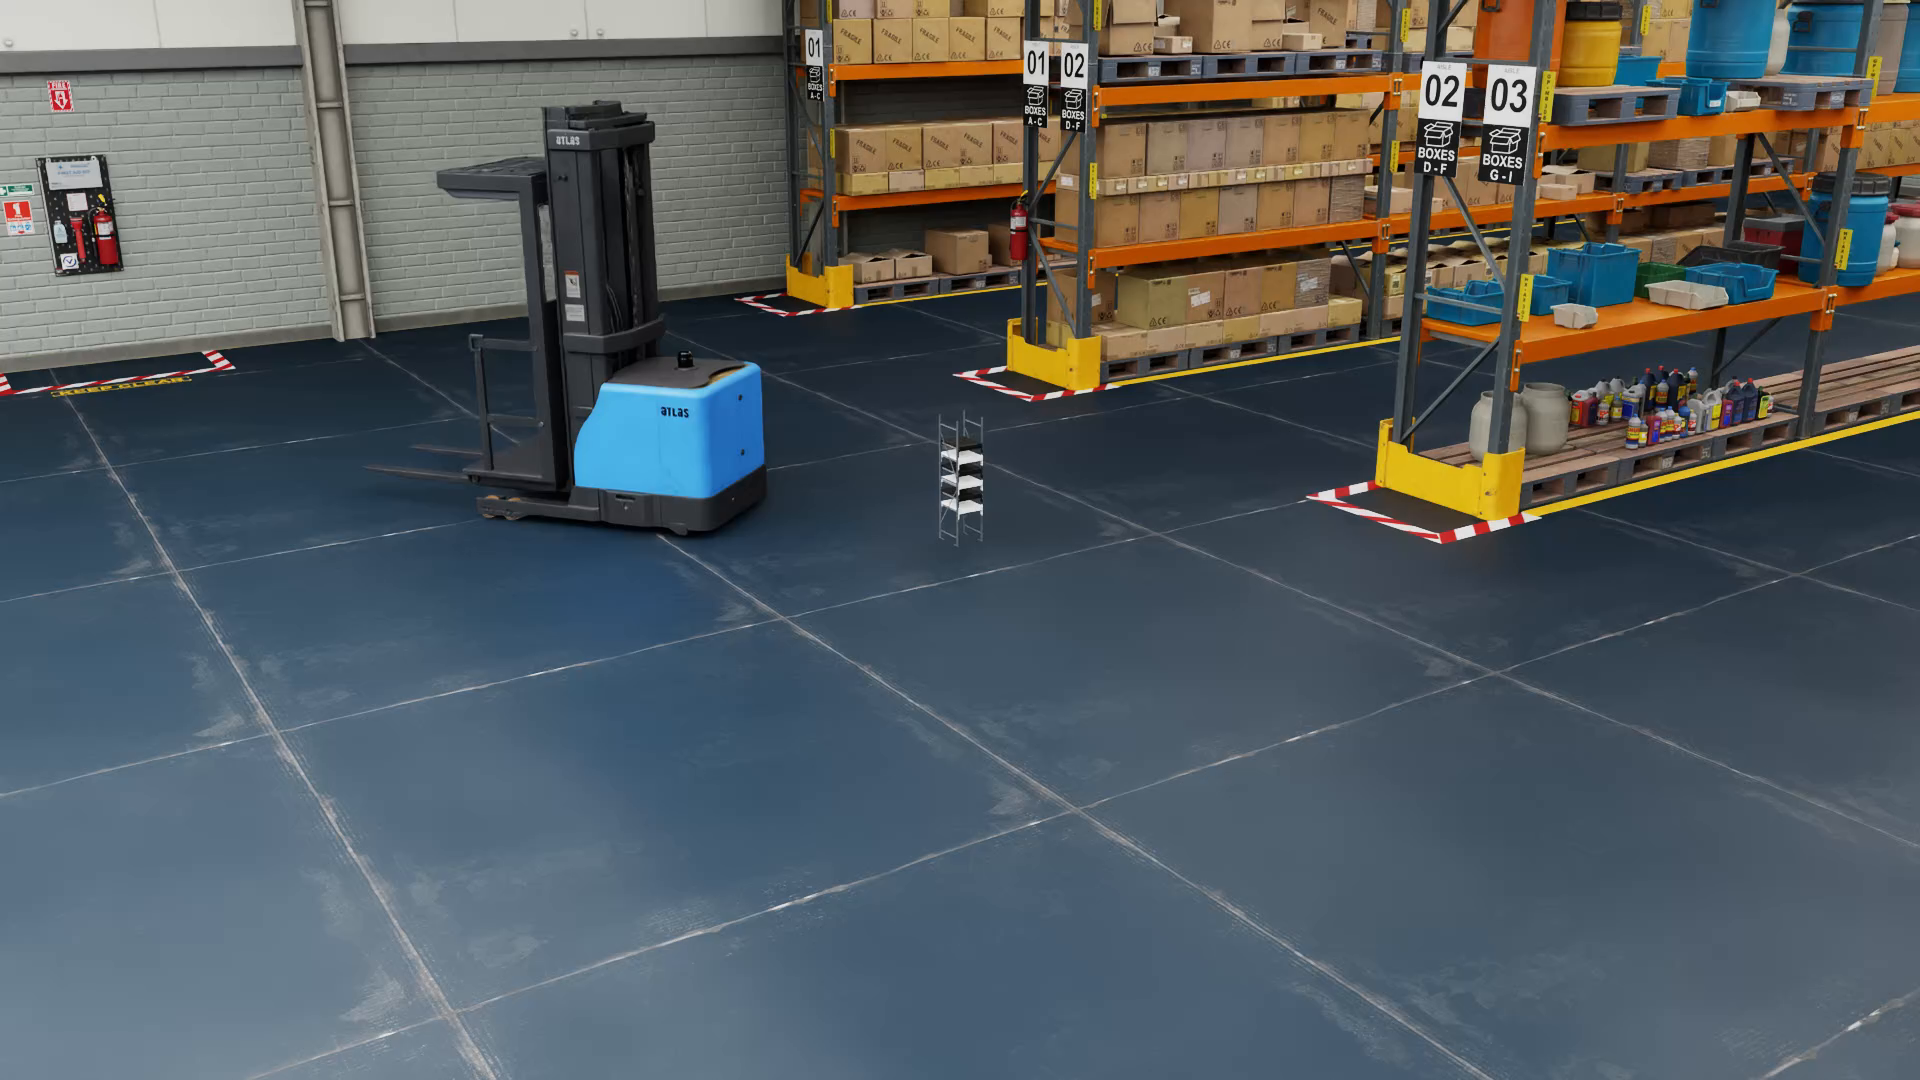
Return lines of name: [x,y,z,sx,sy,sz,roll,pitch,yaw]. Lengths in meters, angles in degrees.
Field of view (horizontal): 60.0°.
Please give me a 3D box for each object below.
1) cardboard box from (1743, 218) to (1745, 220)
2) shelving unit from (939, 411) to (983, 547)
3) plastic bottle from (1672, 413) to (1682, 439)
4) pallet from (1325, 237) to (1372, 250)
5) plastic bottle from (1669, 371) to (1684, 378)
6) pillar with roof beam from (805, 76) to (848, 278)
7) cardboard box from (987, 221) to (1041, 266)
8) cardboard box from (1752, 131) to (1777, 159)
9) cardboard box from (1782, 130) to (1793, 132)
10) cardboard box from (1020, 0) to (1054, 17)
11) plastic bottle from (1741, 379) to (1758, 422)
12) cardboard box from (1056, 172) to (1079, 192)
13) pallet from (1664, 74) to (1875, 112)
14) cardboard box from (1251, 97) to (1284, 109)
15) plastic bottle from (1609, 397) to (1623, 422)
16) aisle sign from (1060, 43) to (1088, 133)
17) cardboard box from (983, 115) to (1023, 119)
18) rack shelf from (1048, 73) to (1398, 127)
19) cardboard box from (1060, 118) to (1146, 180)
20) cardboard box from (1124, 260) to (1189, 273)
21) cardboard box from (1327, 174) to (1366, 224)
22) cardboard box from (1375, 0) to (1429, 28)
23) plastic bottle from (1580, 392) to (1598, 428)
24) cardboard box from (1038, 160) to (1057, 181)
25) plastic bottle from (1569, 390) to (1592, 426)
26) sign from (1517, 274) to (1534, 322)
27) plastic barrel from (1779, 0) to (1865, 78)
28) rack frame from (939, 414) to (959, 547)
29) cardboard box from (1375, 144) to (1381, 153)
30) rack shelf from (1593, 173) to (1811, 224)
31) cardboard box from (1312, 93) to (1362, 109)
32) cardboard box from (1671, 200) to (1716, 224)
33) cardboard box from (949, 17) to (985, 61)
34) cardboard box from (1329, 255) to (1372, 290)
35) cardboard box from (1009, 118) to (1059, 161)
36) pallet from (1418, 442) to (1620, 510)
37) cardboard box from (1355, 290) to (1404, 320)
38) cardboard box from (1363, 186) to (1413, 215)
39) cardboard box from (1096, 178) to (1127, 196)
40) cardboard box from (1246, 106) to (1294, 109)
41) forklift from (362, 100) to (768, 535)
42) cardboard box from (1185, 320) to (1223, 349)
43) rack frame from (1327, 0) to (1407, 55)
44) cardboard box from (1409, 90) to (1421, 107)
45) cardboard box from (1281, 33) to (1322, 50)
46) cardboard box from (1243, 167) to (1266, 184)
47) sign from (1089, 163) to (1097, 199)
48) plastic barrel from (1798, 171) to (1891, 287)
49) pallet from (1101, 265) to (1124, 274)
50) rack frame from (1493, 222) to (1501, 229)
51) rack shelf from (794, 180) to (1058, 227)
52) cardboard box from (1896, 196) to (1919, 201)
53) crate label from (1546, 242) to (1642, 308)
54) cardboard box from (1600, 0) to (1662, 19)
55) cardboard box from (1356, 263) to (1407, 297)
cardboard box: [10.705,-4.014,22.149,0.500,0.500,0.500,-12,22,-32]
shelving unit: [0.007,-0.428,11.605,0.210,0.900,0.258,-12,22,-31]
plastic bottle: [5.797,-0.928,13.488,0.097,0.201,0.097,0,19,0]
pallet: [5.592,-4.570,24.934,1.213,0.211,1.003,-12,22,-31]
plastic bottle: [6.237,-1.333,14.571,0.135,0.276,0.152,-11,22,-29]
pillar with roof beam: [0.687,-6.409,16.651,0.400,9.000,9.100,-12,22,-31]
cardboard box: [0.706,-3.899,21.810,0.500,0.500,0.500,-14,23,-35]
cardboard box: [10.441,-5.376,22.150,0.700,0.500,0.500,14,23,35]
cardboard box: [11.240,-5.832,22.595,0.500,0.500,0.500,-12,22,-31]
cardboard box: [0.827,-6.759,20.622,0.500,0.500,0.500,-11,21,-28]
plastic bottle: [6.620,-1.181,14.004,0.185,0.351,0.144,-13,22,-33]
cardboard box: [1.152,-3.512,16.281,0.250,0.149,0.380,-12,22,-32]
pallet: [6.451,-3.597,13.311,1.003,0.211,1.213,-12,22,-31]
cardboard box: [4.359,-6.206,23.563,0.250,0.149,0.380,-17,25,-40]
plastic bottle: [5.532,-1.104,14.010,0.097,0.201,0.097,0,19,0]
aisle sign: [1.051,-4.177,15.358,0.004,0.787,0.394,-12,22,-31]
cardboard box: [0.609,-5.245,21.607,0.500,0.500,0.500,-12,22,-32]
rack shelf: [2.608,-4.472,16.728,4.000,0.370,1.077,-12,22,-31]
cardboard box: [1.379,-3.789,16.088,0.500,0.500,0.700,-12,22,-31]
cardboard box: [2.049,-2.645,17.352,0.500,0.500,0.500,-12,22,-31]
cardboard box: [3.911,-3.711,17.883,0.500,0.500,0.700,-13,22,-33]
cardboard box: [4.815,-5.746,17.782,0.500,0.500,0.500,-12,22,-31]
plastic bottle: [5.236,-1.085,13.824,0.133,0.283,0.061,-12,22,-31]
cardboard box: [0.901,-4.757,21.334,0.500,0.250,0.500,-12,22,-31]
plastic bottle: [5.177,-1.110,13.909,0.135,0.276,0.152,-12,22,-31]
sign: [3.958,-1.697,11.648,0.005,0.325,0.100,-12,22,-31]
plastic barrel: [7.305,-4.224,14.090,0.708,0.901,0.600,-12,22,-31]
rack frame: [-0.078,-0.410,11.552,0.006,0.900,0.240,-12,22,-31]
cardboard box: [6.132,-5.851,24.728,0.250,0.149,0.380,-11,22,-30]
rack shelf: [9.290,-4.460,21.376,4.000,0.370,1.077,-12,22,-31]
cardboard box: [5.437,-6.342,23.997,0.500,0.250,0.500,-11,22,-30]
cardboard box: [9.587,-4.336,21.933,0.500,0.250,0.500,-12,22,-31]
cardboard box: [-0.038,-6.111,20.267,0.500,0.500,0.500,-10,21,-28]
cardboard box: [4.459,-3.054,18.856,0.500,0.311,0.500,-12,22,-31]
cardboard box: [0.913,-5.106,21.198,0.500,0.500,0.500,-12,22,-32]
pallet: [4.378,-0.560,13.073,1.213,0.211,1.003,-12,22,-31]
cardboard box: [4.752,-2.645,18.522,0.500,0.250,0.500,-13,22,-33]
cardboard box: [4.666,-3.771,18.450,0.500,0.250,0.500,-10,21,-28]
cardboard box: [1.384,-3.405,15.965,0.250,0.149,0.380,-12,22,-32]
cardboard box: [4.505,-5.943,23.797,0.500,0.500,0.700,-15,24,-38]
forklift: [-3.028,-1.683,12.145,3.031,2.935,1.130,6,20,17]
cardboard box: [2.341,-2.148,17.051,0.500,0.250,0.500,-12,22,-31]
rack frame: [4.279,-6.586,17.174,0.127,3.000,1.000,-12,22,-31]
cardboard box: [6.699,-6.612,24.797,0.500,0.250,0.500,-12,22,-33]
cardboard box: [3.421,-5.025,16.761,0.250,0.149,0.380,-12,22,-31]
cardboard box: [2.888,-3.722,16.903,0.250,0.149,0.380,-11,22,-30]
sign: [1.238,-3.337,15.458,0.005,0.325,0.100,-12,22,-31]
plastic barrel: [7.489,-2.643,14.096,0.708,0.901,0.600,-12,22,-31]
pallet: [2.200,-3.885,22.906,1.213,0.211,1.003,-12,22,-31]
rack frame: [8.232,-6.477,26.221,0.127,3.000,1.000,-12,22,-31]
rack shelf: [-0.119,-4.375,21.126,4.000,0.370,1.077,-12,22,-31]
cardboard box: [13.982,-4.720,24.239,0.500,0.500,0.500,-12,22,-31]
crate label: [5.047,-2.127,13.297,0.616,0.435,0.502,-12,22,-31]
cardboard box: [7.987,-6.466,19.785,0.500,0.500,0.500,-12,22,-31]
cardboard box: [4.761,-2.912,18.437,0.500,0.311,0.500,-12,22,-31]
